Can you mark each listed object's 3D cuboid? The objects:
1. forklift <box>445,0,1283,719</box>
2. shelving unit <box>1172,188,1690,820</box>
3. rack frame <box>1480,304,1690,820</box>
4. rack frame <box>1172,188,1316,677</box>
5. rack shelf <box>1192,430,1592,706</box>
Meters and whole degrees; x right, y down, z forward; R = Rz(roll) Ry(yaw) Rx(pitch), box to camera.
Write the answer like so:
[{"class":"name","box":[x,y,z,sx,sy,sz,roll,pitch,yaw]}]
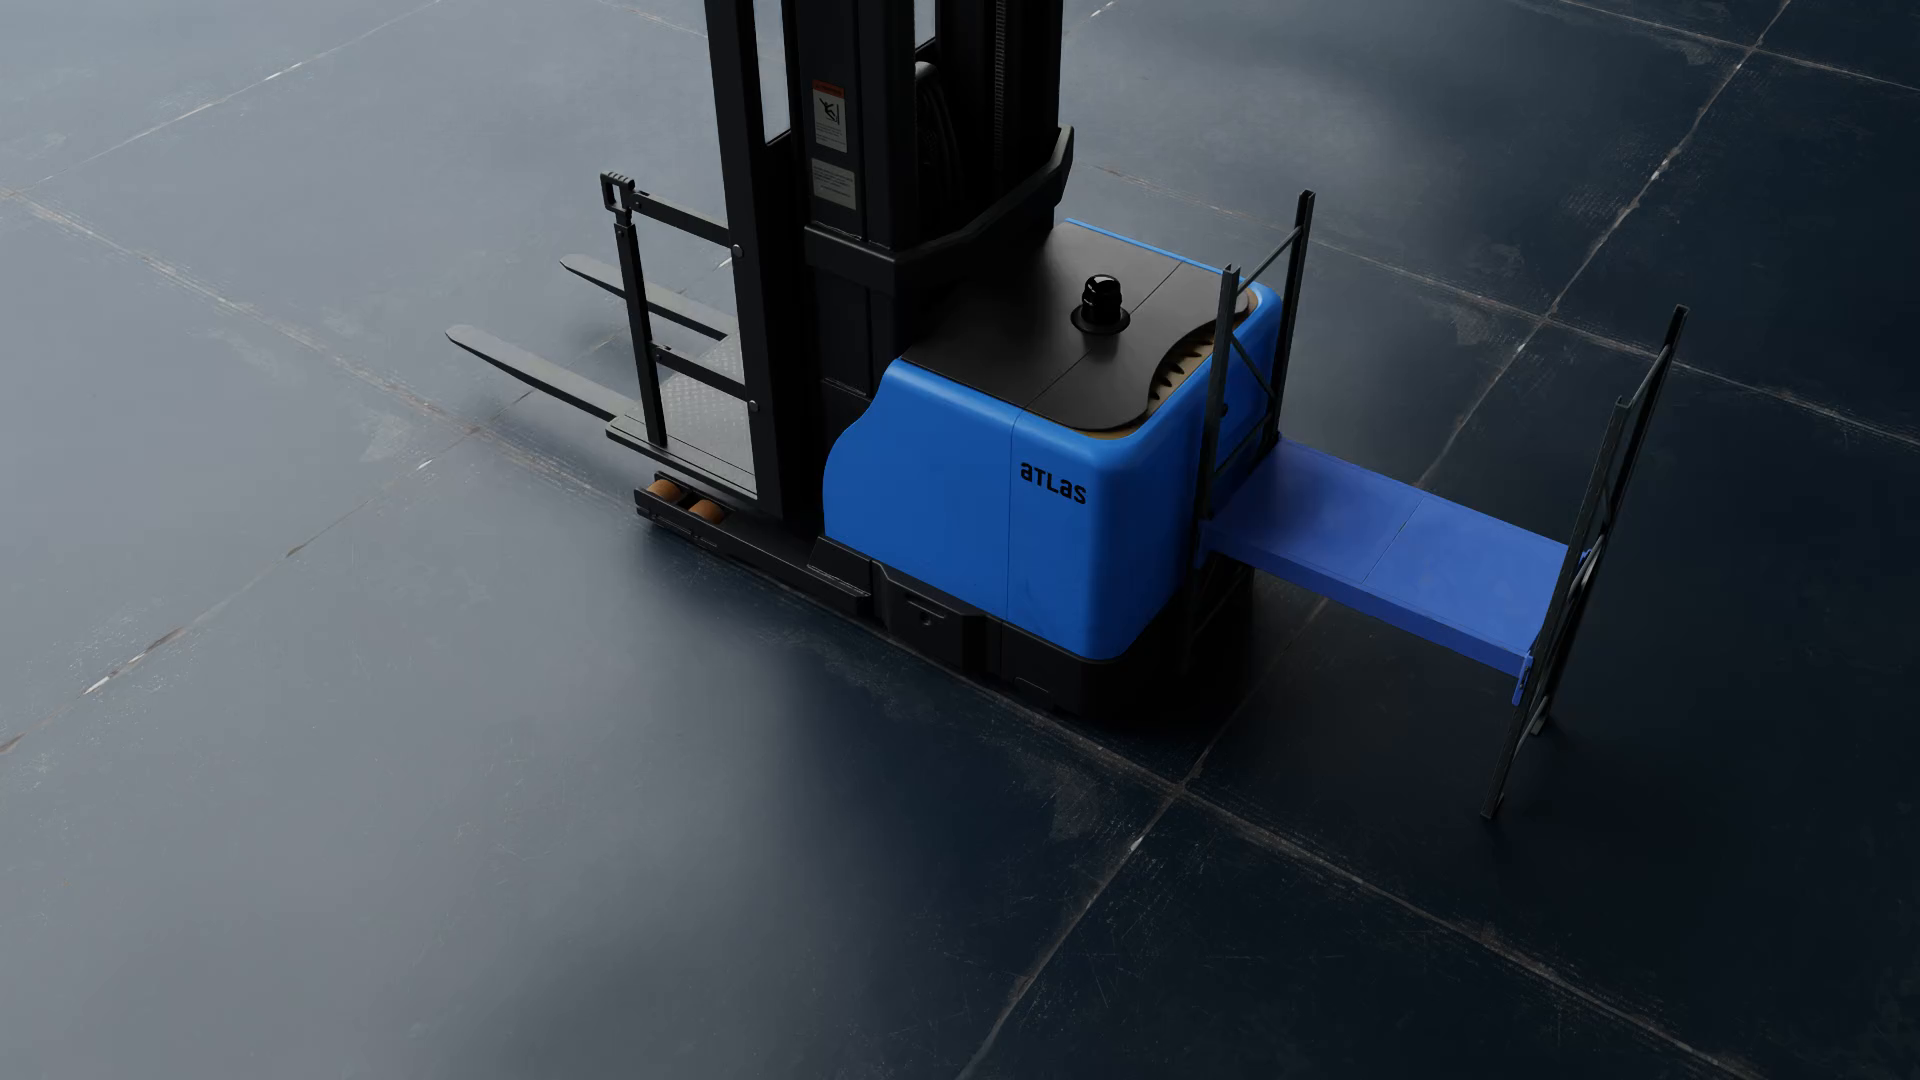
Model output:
[{"class":"forklift","box":[-0.515,-1.327,5.035,3.031,2.935,1.130,25,47,25]},{"class":"shelving unit","box":[1.249,-0.078,4.712,1.048,1.500,0.538,24,47,25]},{"class":"rack frame","box":[1.670,0.112,4.500,0.032,1.500,0.500,24,47,25]},{"class":"rack frame","box":[0.827,-0.267,4.924,0.032,1.500,0.500,24,47,25]},{"class":"rack shelf","box":[1.249,0.056,4.832,1.000,0.185,0.538,24,47,25]}]
